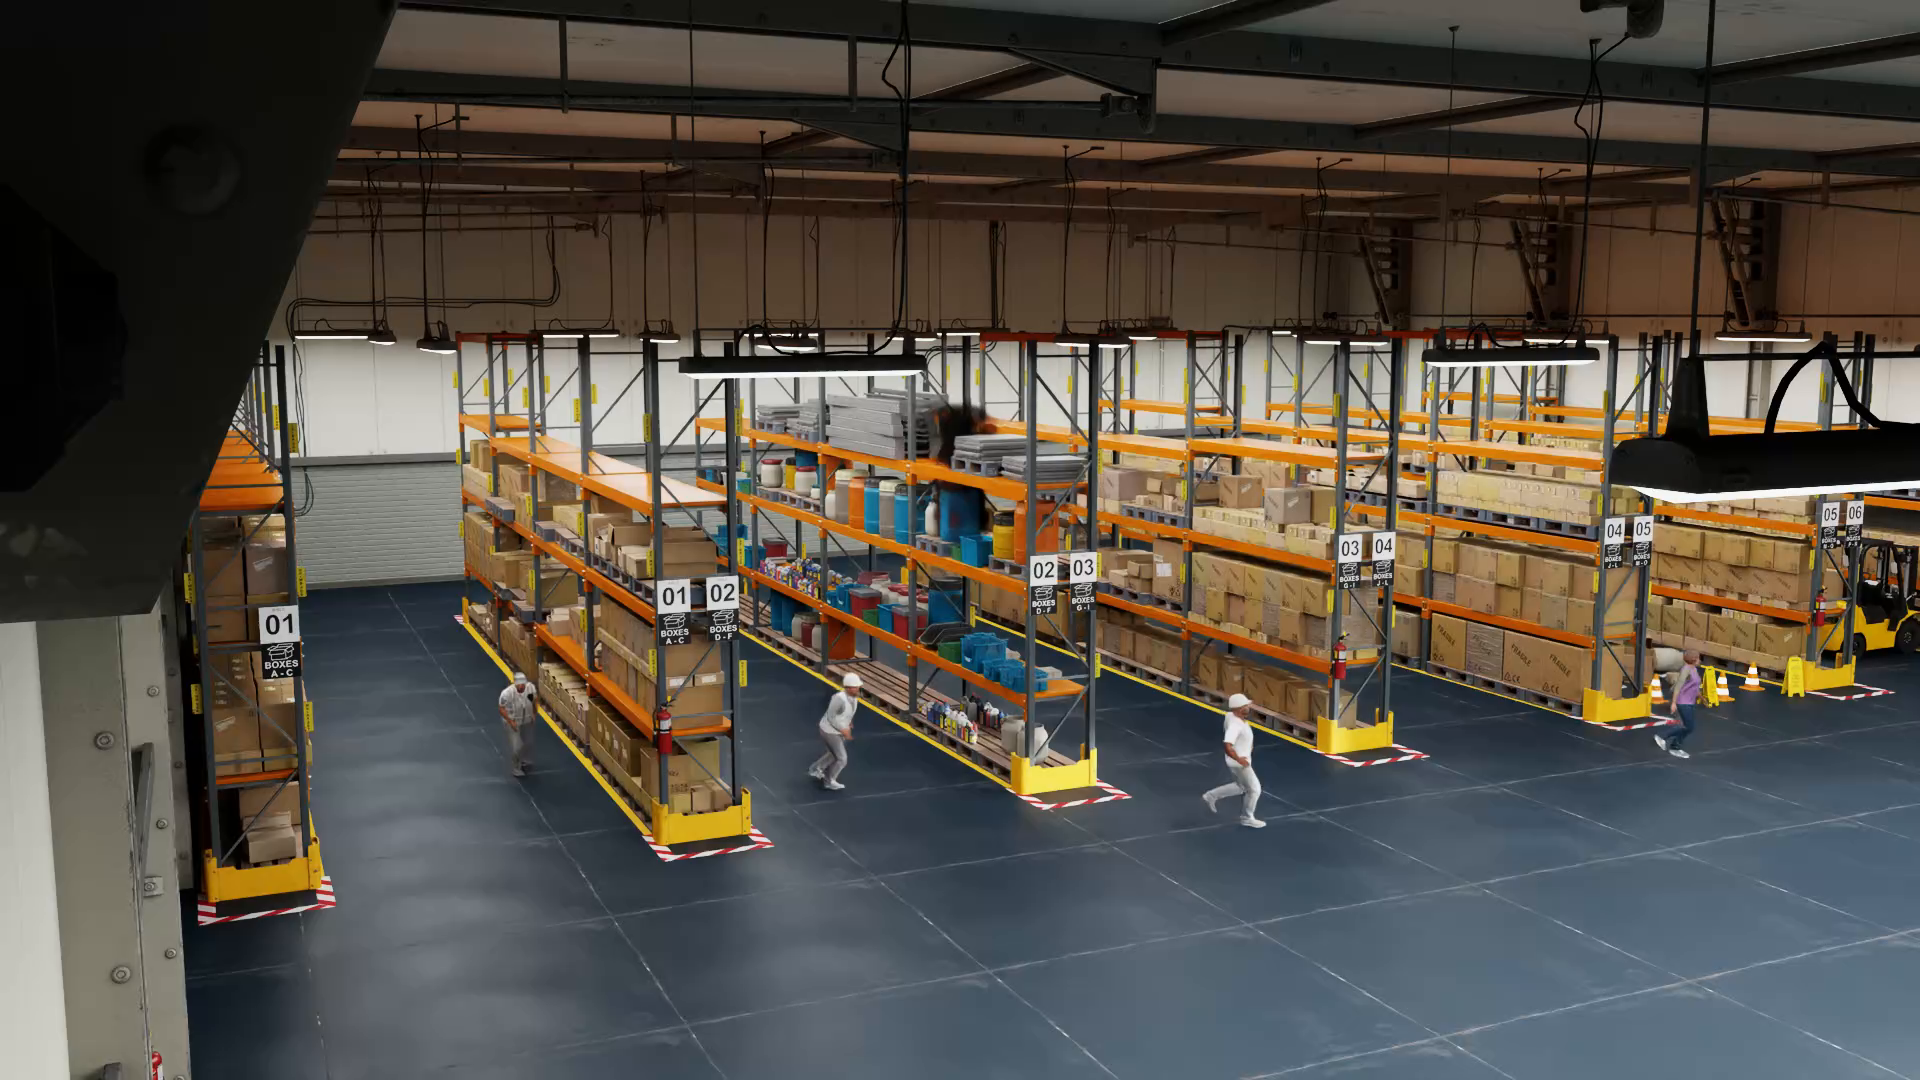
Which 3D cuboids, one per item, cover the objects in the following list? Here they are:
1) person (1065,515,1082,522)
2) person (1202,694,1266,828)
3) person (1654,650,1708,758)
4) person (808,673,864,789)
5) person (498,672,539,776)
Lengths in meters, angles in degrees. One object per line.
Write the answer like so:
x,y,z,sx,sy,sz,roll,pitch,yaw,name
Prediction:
2.748,-0.030,41.359,0.741,1.618,0.832,5,9,34,person
3.393,2.734,20.511,0.799,1.722,0.696,1,8,9,person
10.378,2.353,23.904,0.636,1.582,0.578,5,9,33,person
-1.670,2.538,22.258,0.912,1.629,0.664,2,8,17,person
-6.084,2.501,22.953,0.641,1.517,0.907,-7,10,-42,person
